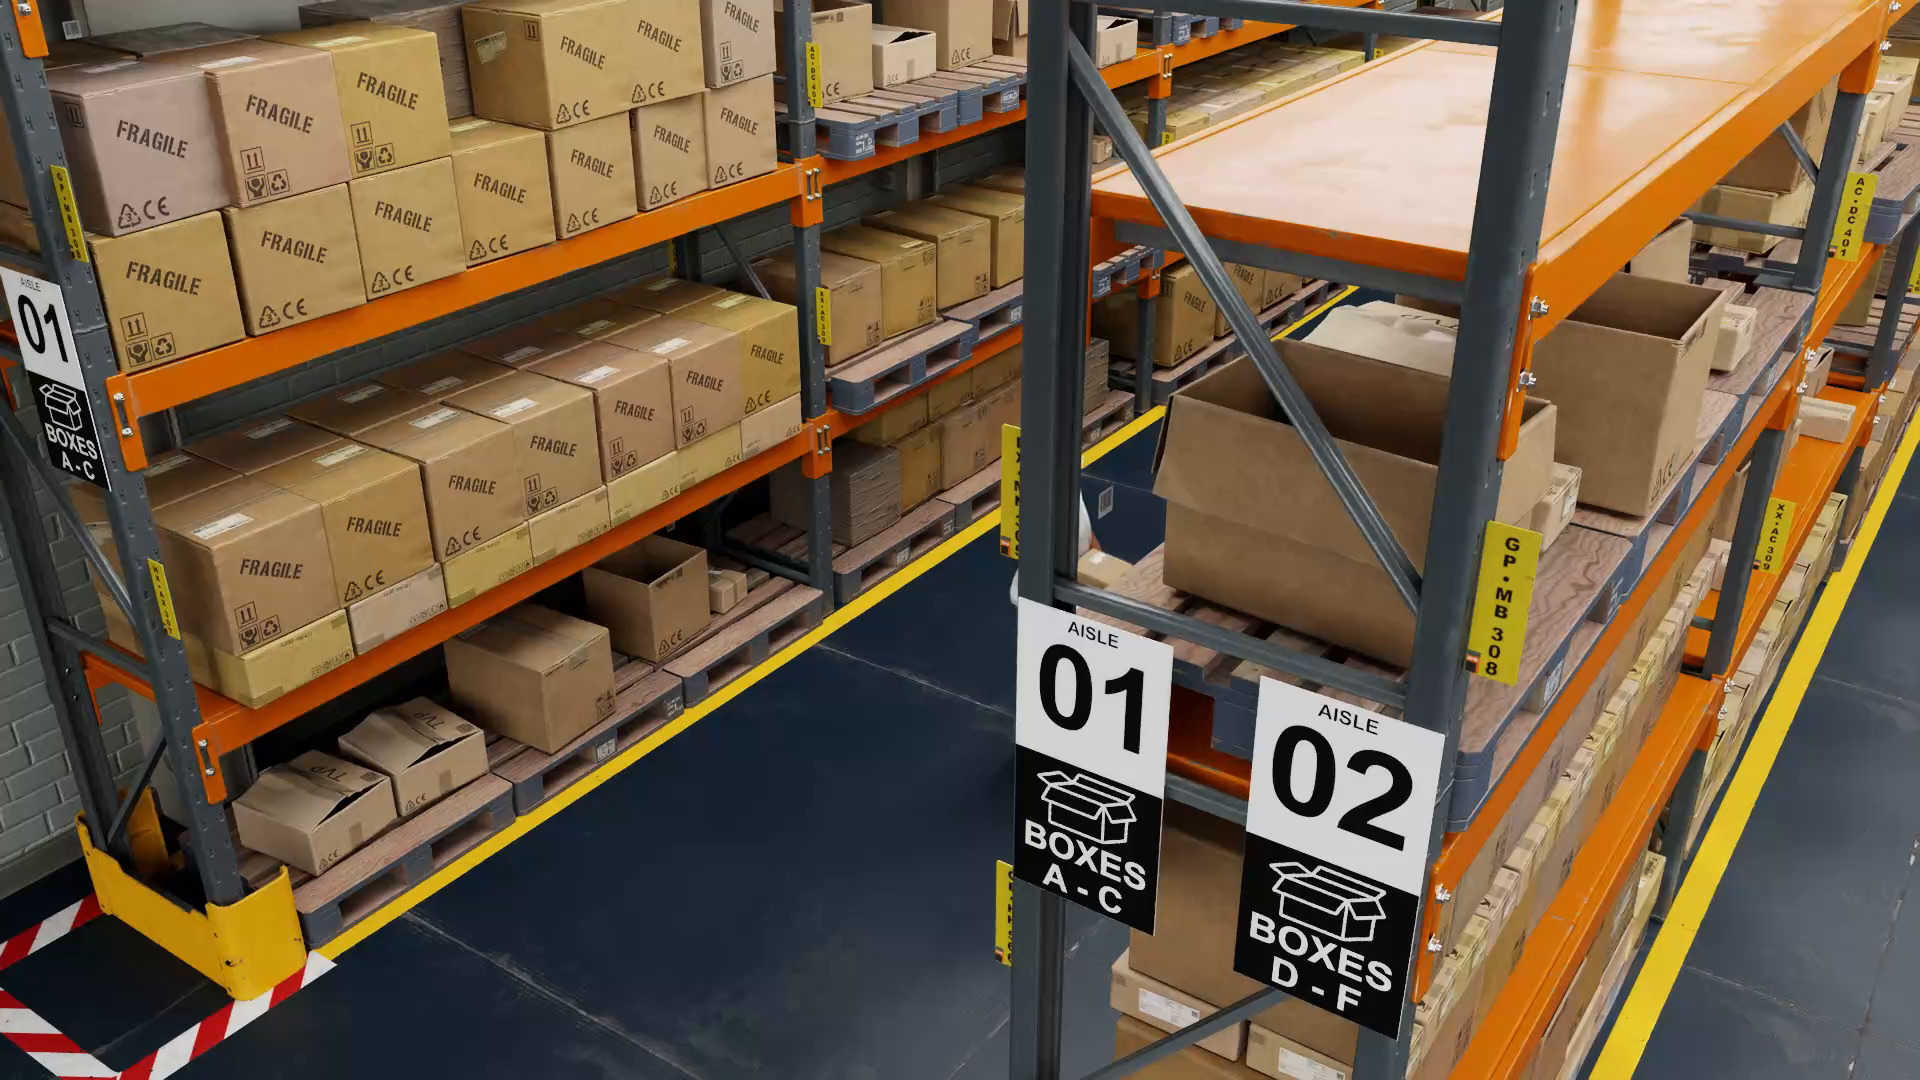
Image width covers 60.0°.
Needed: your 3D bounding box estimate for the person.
[{"bbox_3d":[0.551,0.326,8.505,0.575,1.777,0.487,18,32,31],"label":"person"}]
